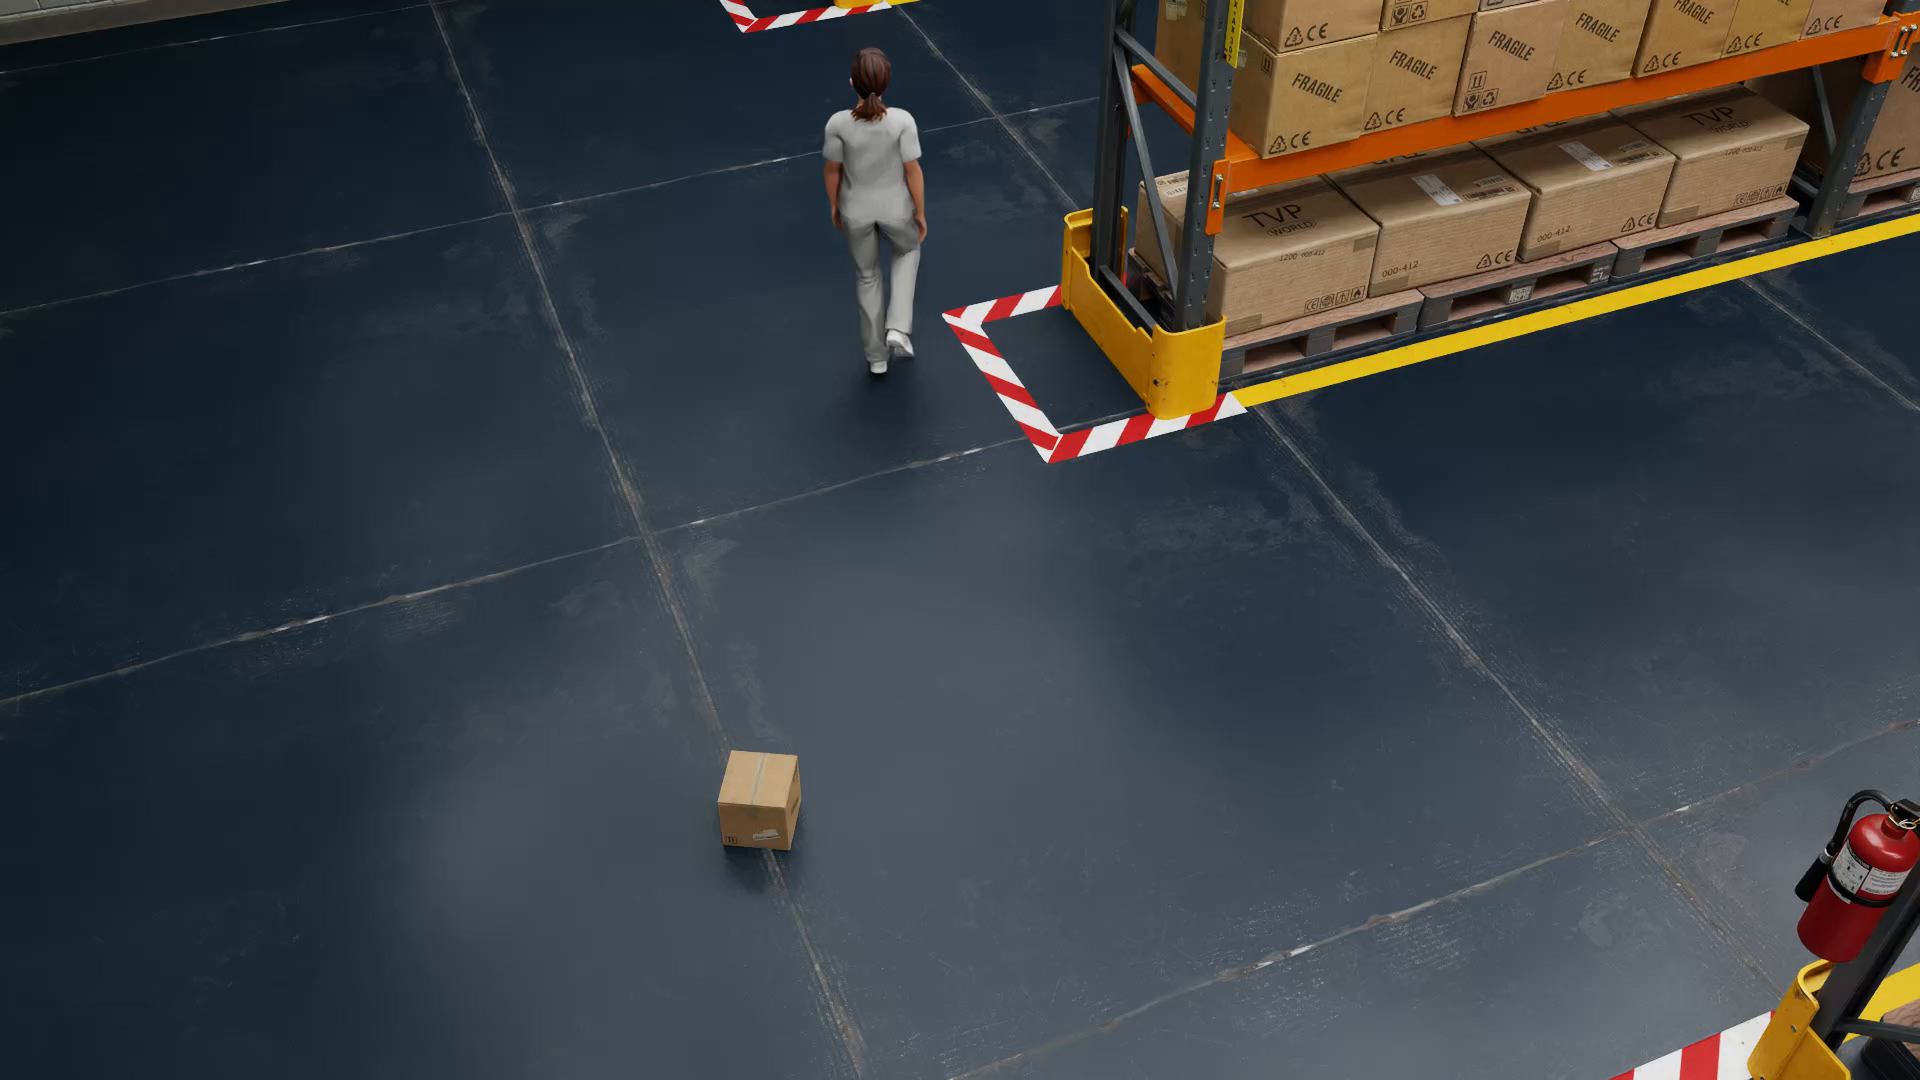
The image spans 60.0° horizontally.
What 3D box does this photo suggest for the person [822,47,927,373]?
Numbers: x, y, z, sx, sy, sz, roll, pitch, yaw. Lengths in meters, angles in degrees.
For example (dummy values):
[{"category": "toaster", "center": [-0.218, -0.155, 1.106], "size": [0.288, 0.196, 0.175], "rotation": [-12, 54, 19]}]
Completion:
[{"category": "person", "center": [-0.395, -1.555, 7.865], "size": [0.472, 1.673, 0.459], "rotation": [-2, 42, -2]}]
